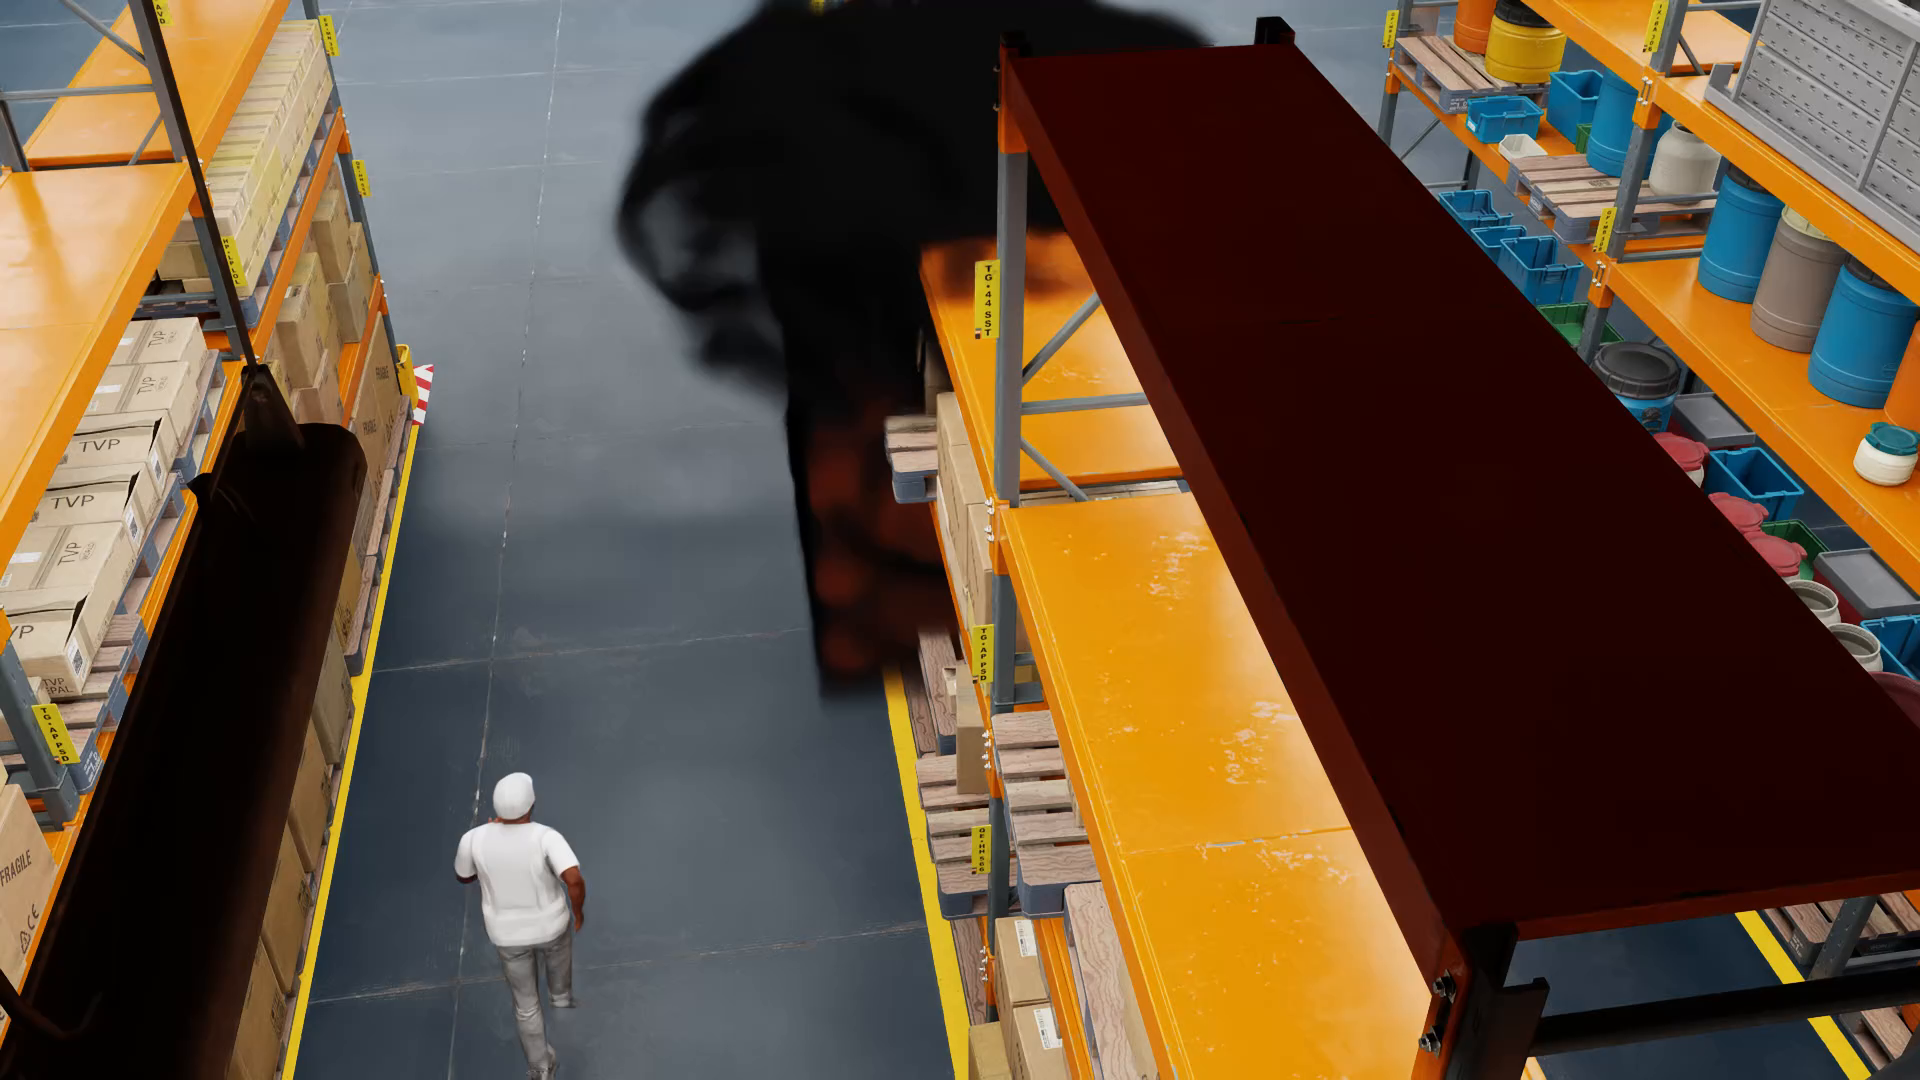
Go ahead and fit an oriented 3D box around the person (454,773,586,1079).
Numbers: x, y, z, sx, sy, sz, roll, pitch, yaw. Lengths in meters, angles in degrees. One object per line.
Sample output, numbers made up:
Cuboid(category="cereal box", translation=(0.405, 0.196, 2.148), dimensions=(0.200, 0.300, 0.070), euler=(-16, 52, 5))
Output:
Cuboid(category="person", translation=(-2.253, 2.064, 8.754), dimensions=(0.687, 1.824, 0.900), euler=(-6, 37, -8))
